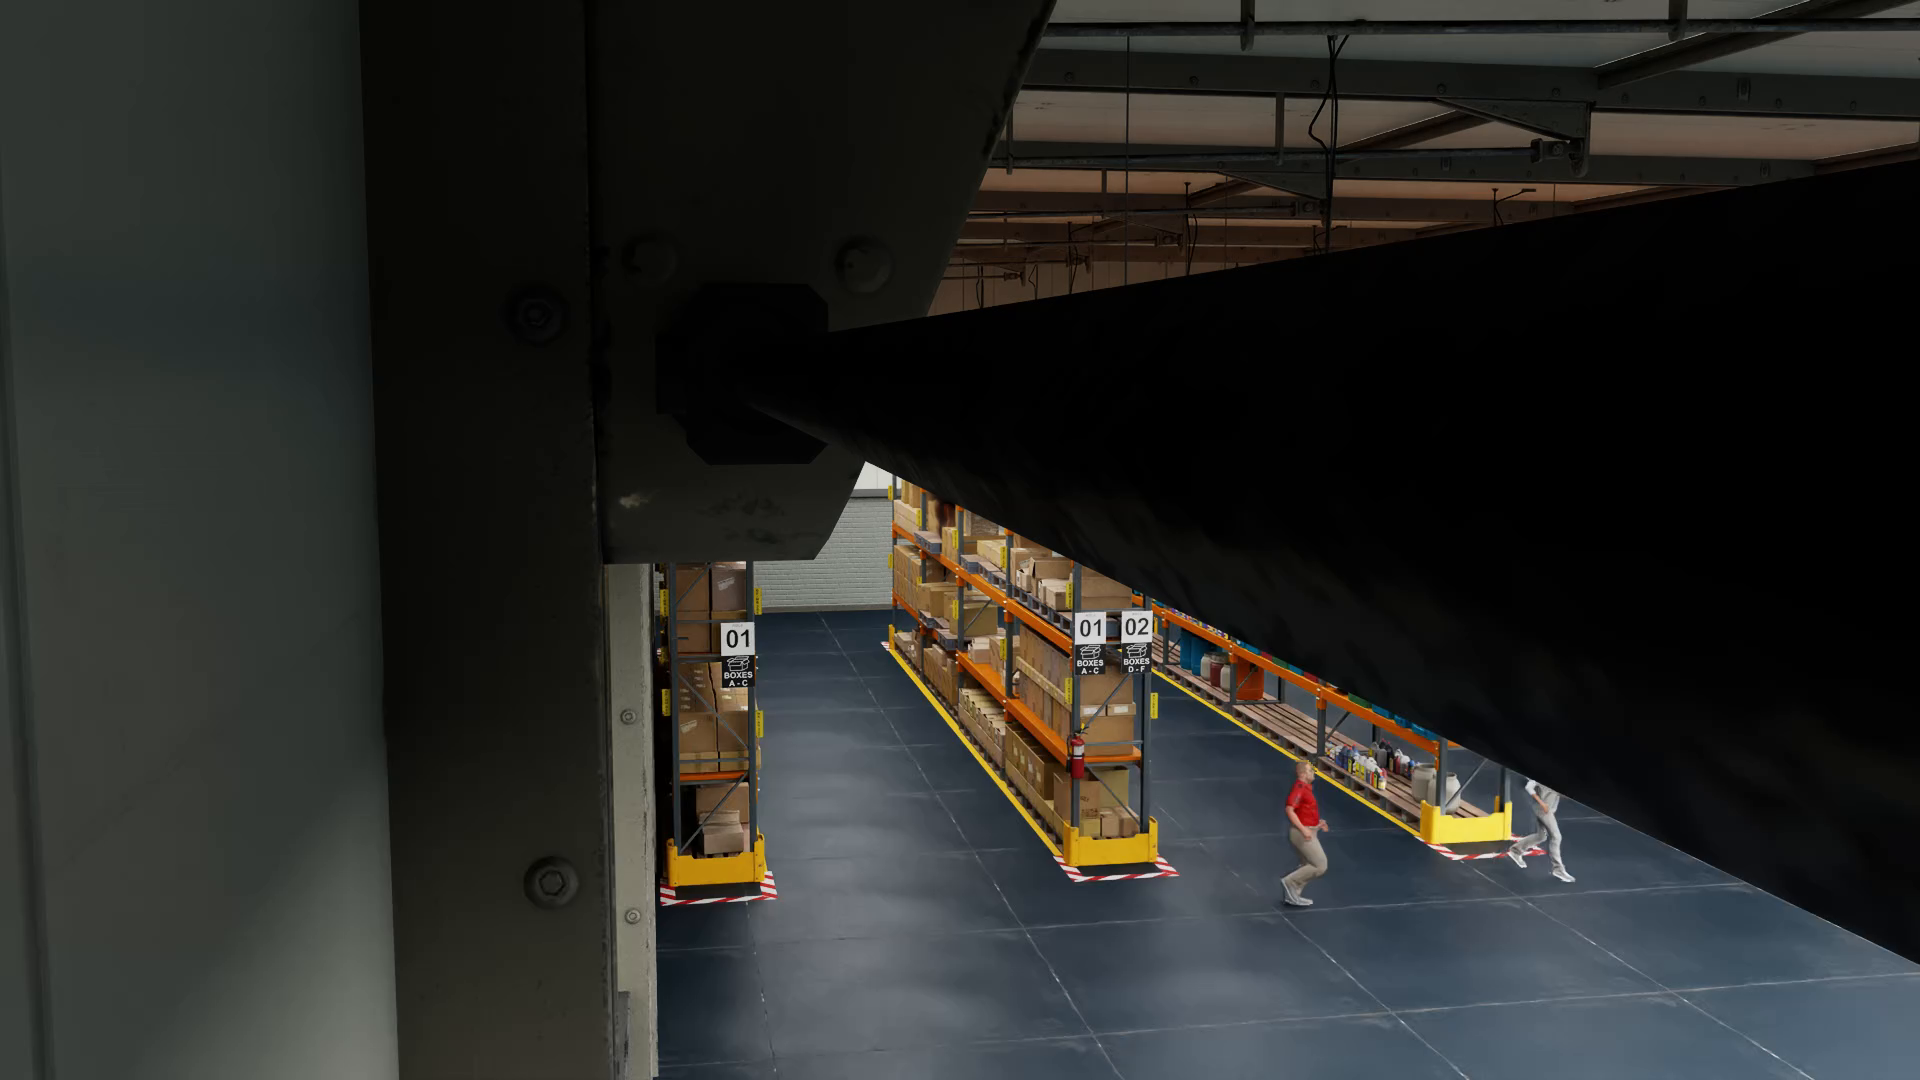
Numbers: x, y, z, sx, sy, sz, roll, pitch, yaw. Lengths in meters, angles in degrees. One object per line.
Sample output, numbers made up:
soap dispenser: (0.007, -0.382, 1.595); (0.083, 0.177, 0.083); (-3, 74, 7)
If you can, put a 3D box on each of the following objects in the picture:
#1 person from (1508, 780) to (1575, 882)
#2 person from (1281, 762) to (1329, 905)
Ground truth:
person: (7.152, 3.332, 20.391); (0.809, 1.606, 0.551); (3, 7, 26)
person: (4.006, 3.417, 19.267); (0.533, 1.691, 0.670); (1, 6, 11)
